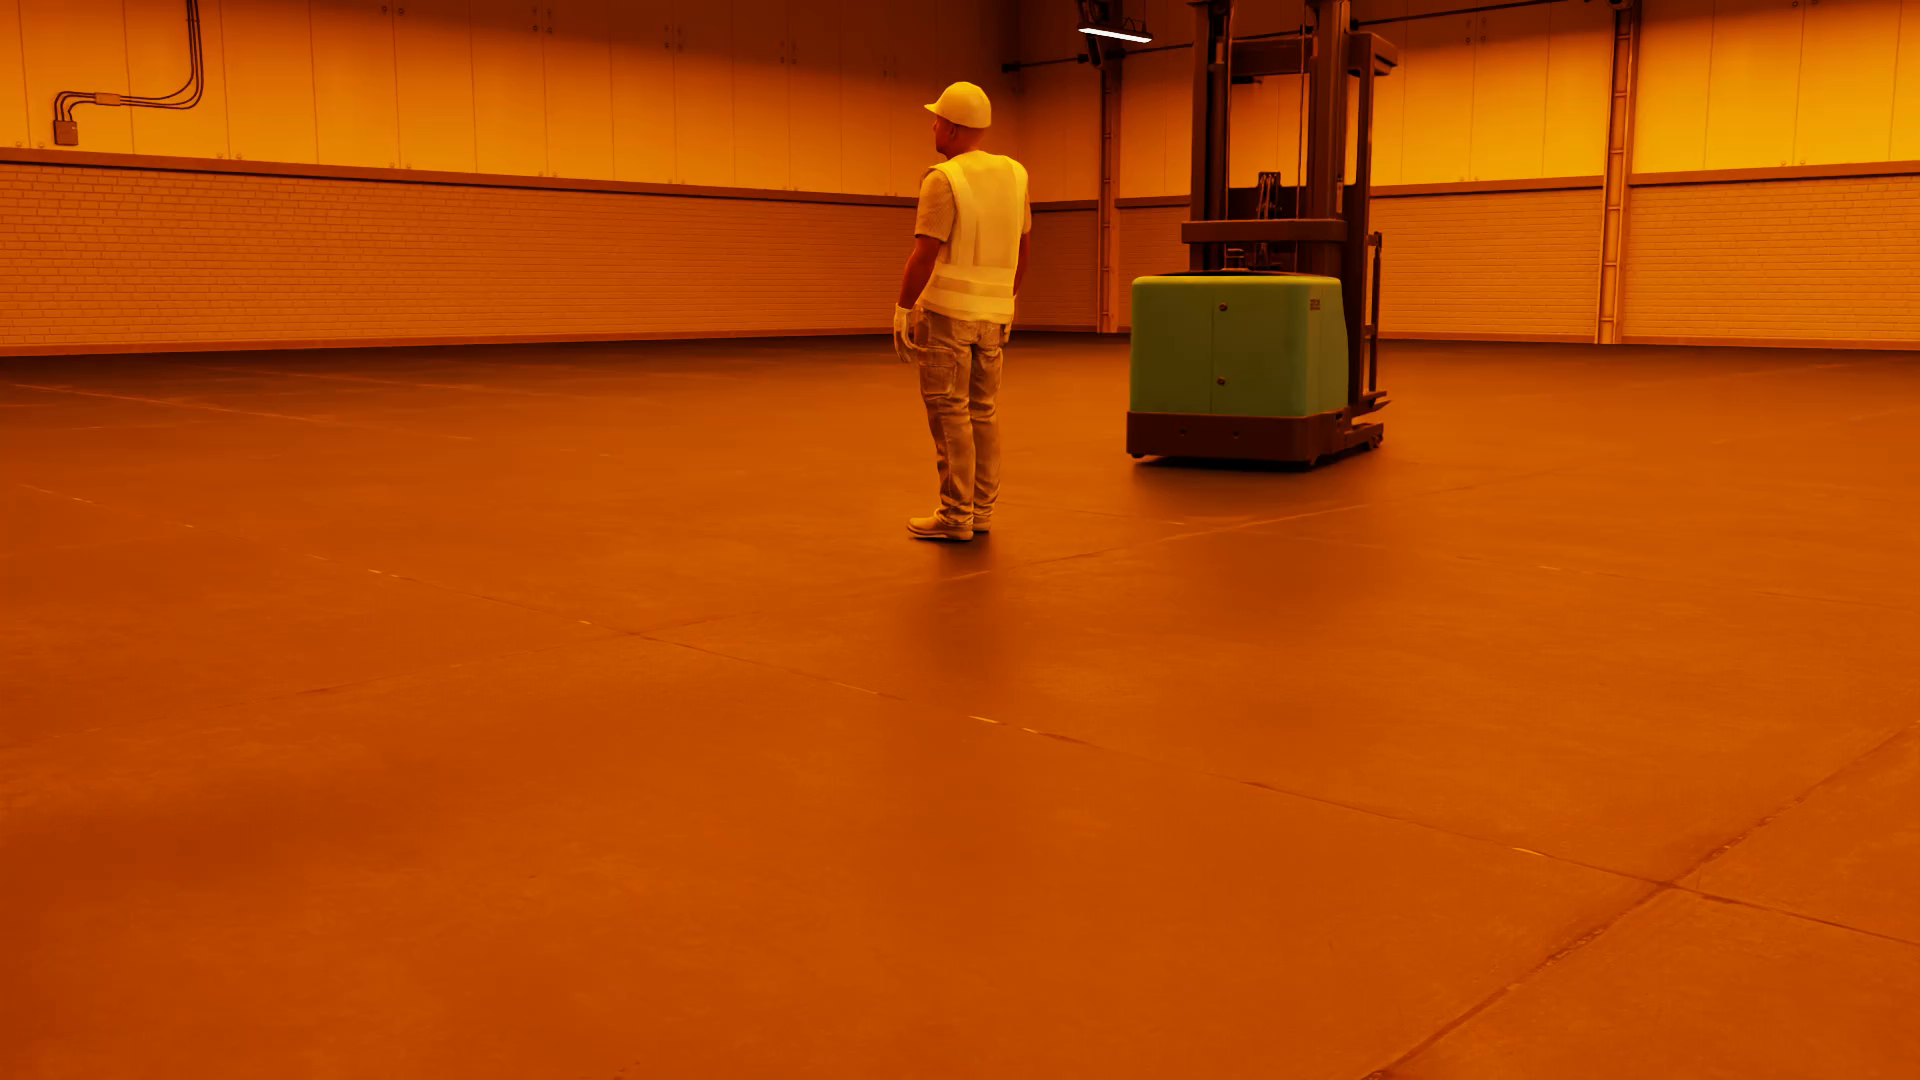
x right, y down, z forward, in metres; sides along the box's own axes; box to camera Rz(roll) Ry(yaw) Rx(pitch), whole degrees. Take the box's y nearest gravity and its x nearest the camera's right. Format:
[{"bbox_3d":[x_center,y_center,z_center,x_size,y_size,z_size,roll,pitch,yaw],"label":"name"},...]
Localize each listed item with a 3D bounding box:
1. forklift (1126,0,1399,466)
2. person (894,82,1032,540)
[{"bbox_3d":[2.066,-2.037,10.404,1.130,2.935,3.031,4,10,26],"label":"forklift"},{"bbox_3d":[-0.045,-0.897,6.639,0.577,1.782,0.656,8,12,43],"label":"person"}]
